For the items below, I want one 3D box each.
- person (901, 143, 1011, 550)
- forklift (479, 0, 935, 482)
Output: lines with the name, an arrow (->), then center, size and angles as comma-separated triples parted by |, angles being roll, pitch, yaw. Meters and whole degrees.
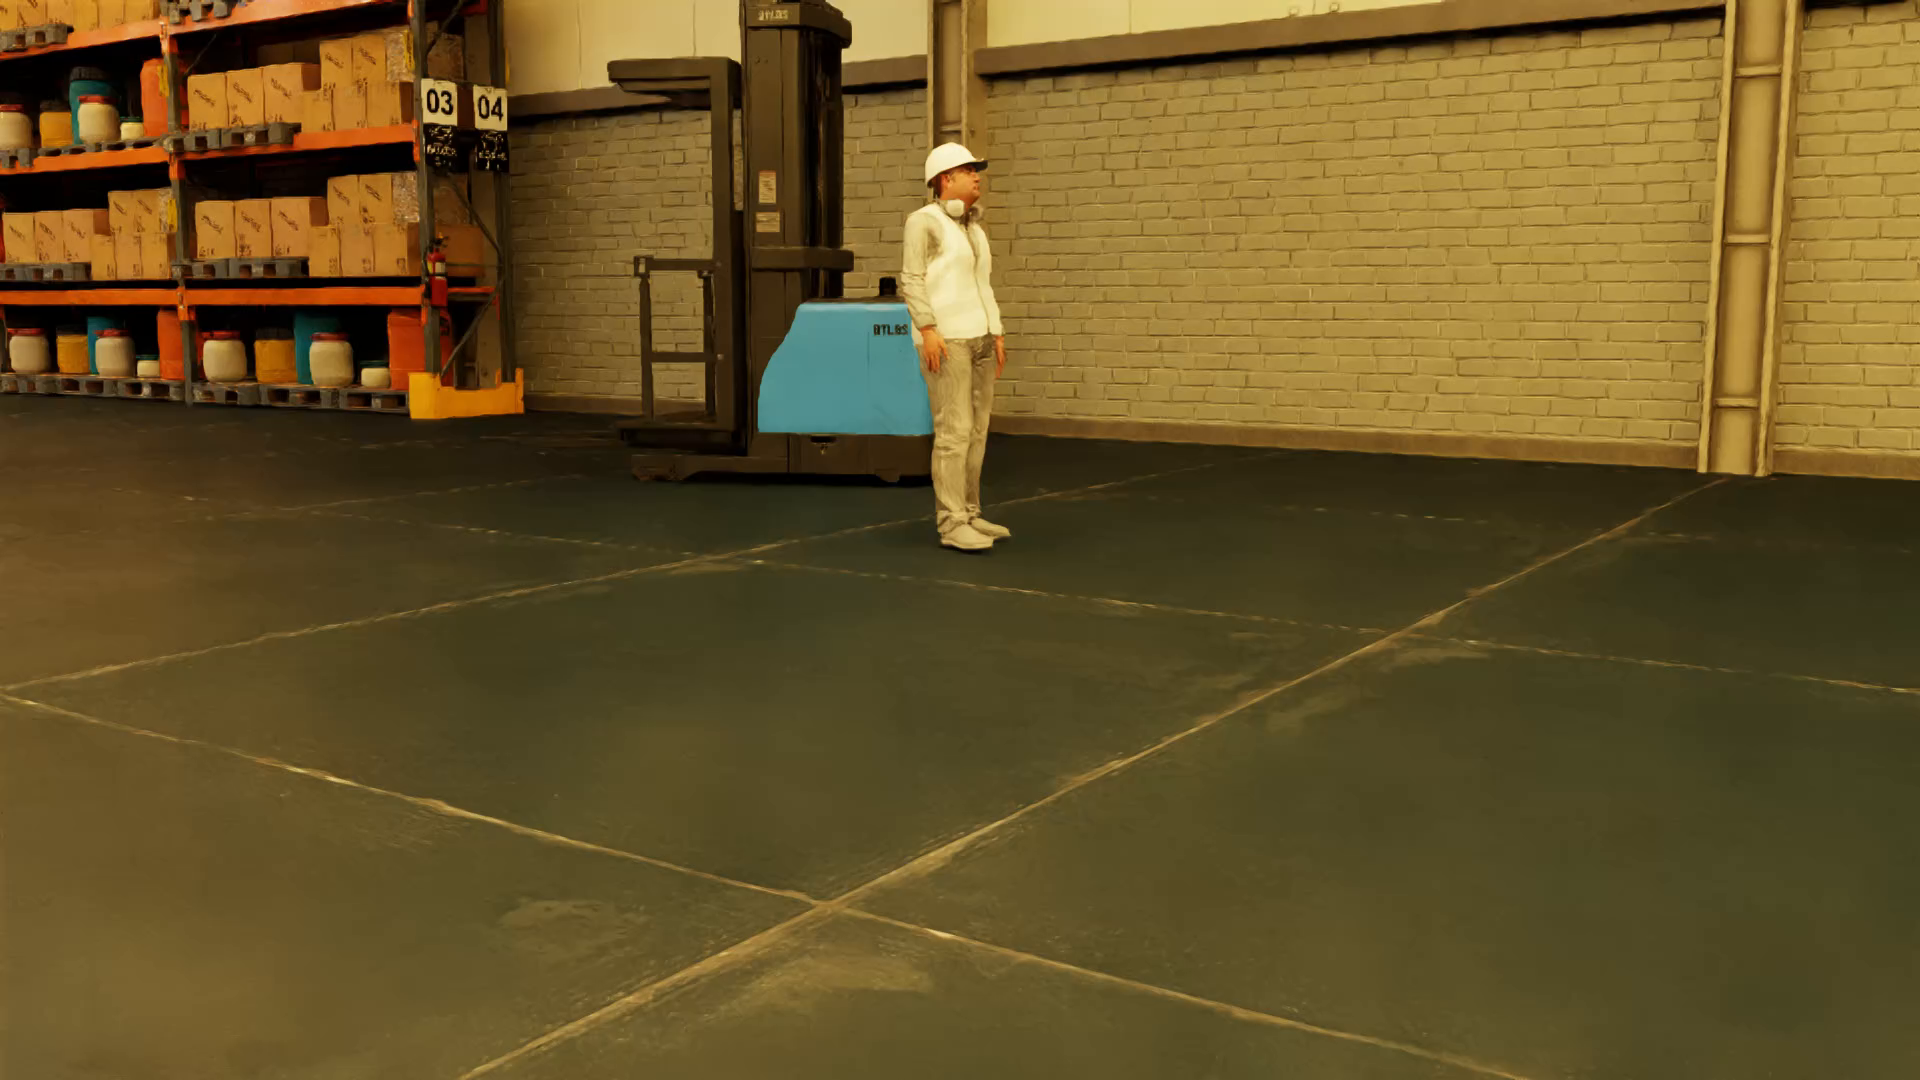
person -> 0.047, -0.880, 7.437 | 0.567, 1.773, 0.632 | 5, 10, 34
forklift -> -1.523, -1.876, 10.387 | 3.031, 2.935, 1.130 | 2, 8, 14
